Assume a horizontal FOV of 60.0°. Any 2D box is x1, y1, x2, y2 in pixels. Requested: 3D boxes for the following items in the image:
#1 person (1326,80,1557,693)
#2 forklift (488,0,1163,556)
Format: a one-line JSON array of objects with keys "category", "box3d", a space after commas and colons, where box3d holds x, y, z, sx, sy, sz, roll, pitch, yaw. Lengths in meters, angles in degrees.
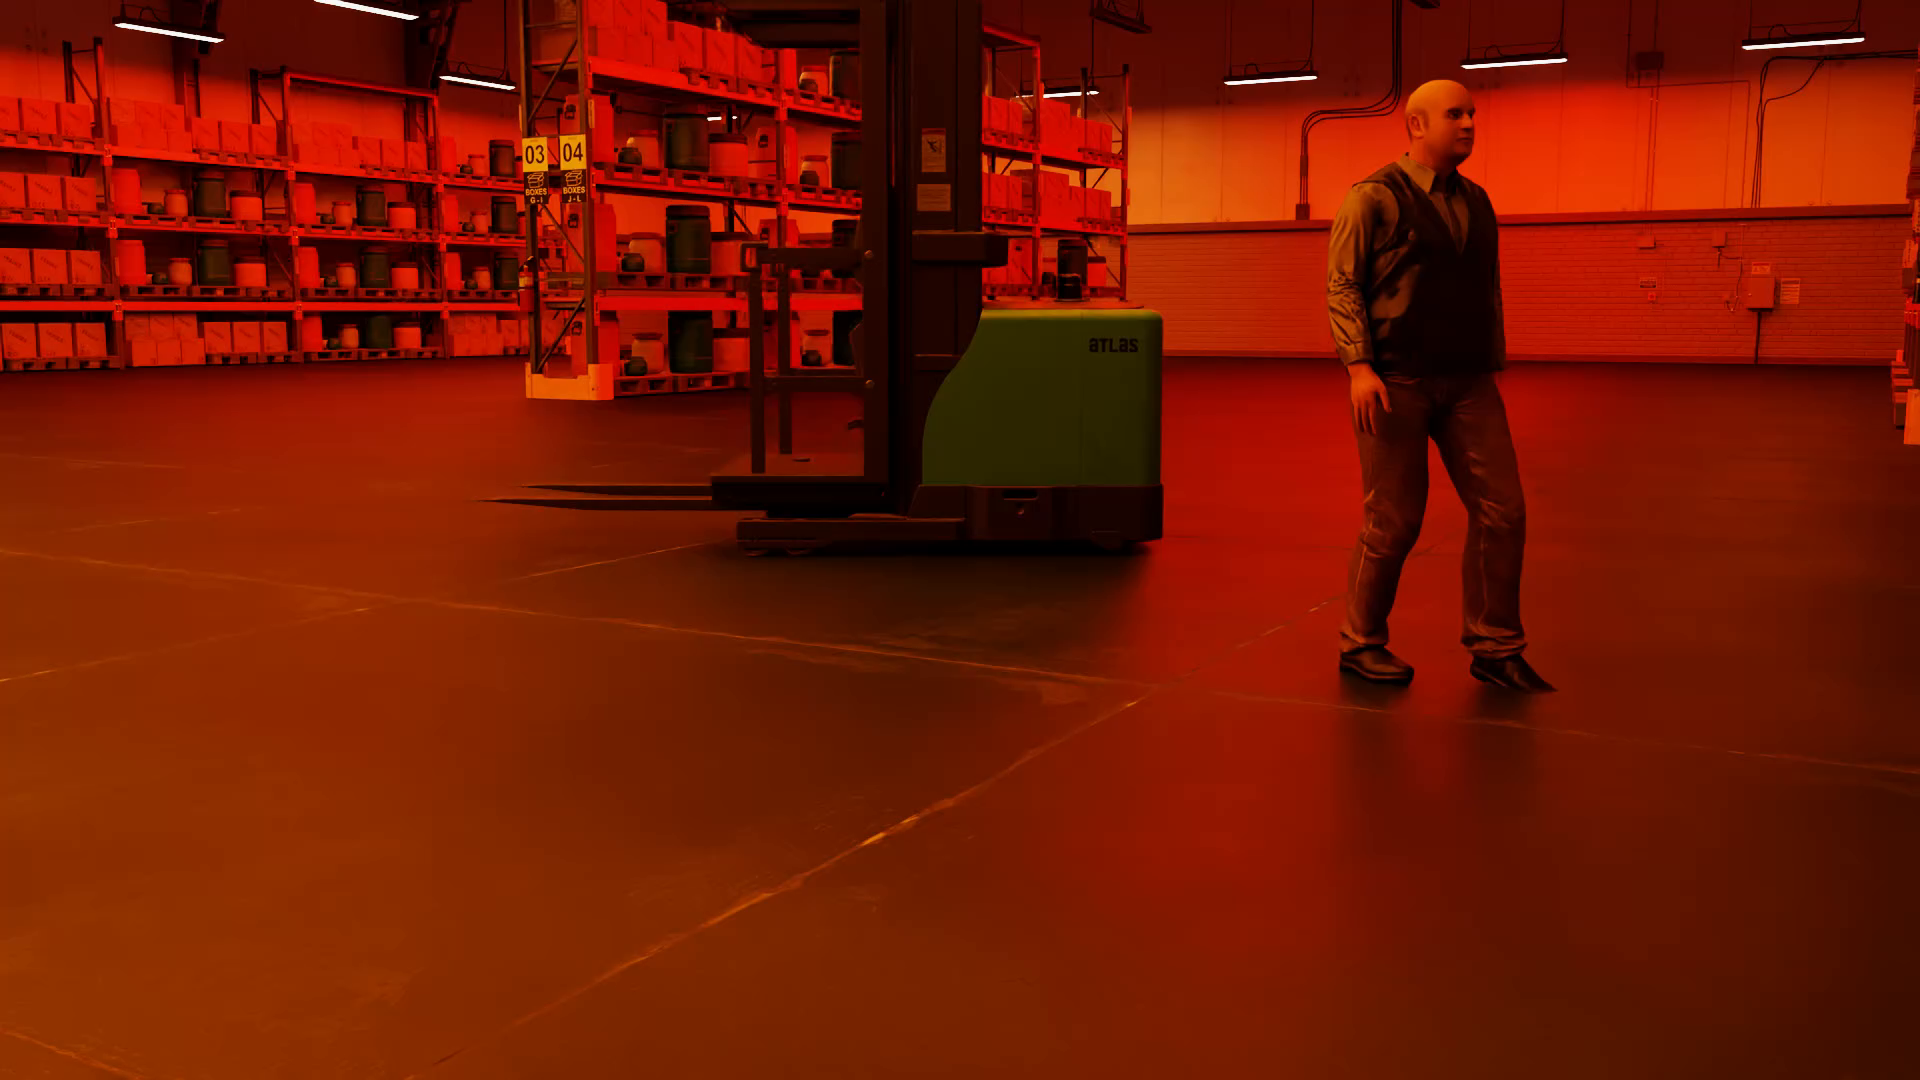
[{"category": "person", "box3d": [1.354, -0.410, 4.721, 0.617, 1.758, 0.551, -3, 8, -22]}, {"category": "forklift", "box3d": [-0.610, -1.453, 7.624, 3.031, 2.935, 1.130, 0, 8, 1]}]
